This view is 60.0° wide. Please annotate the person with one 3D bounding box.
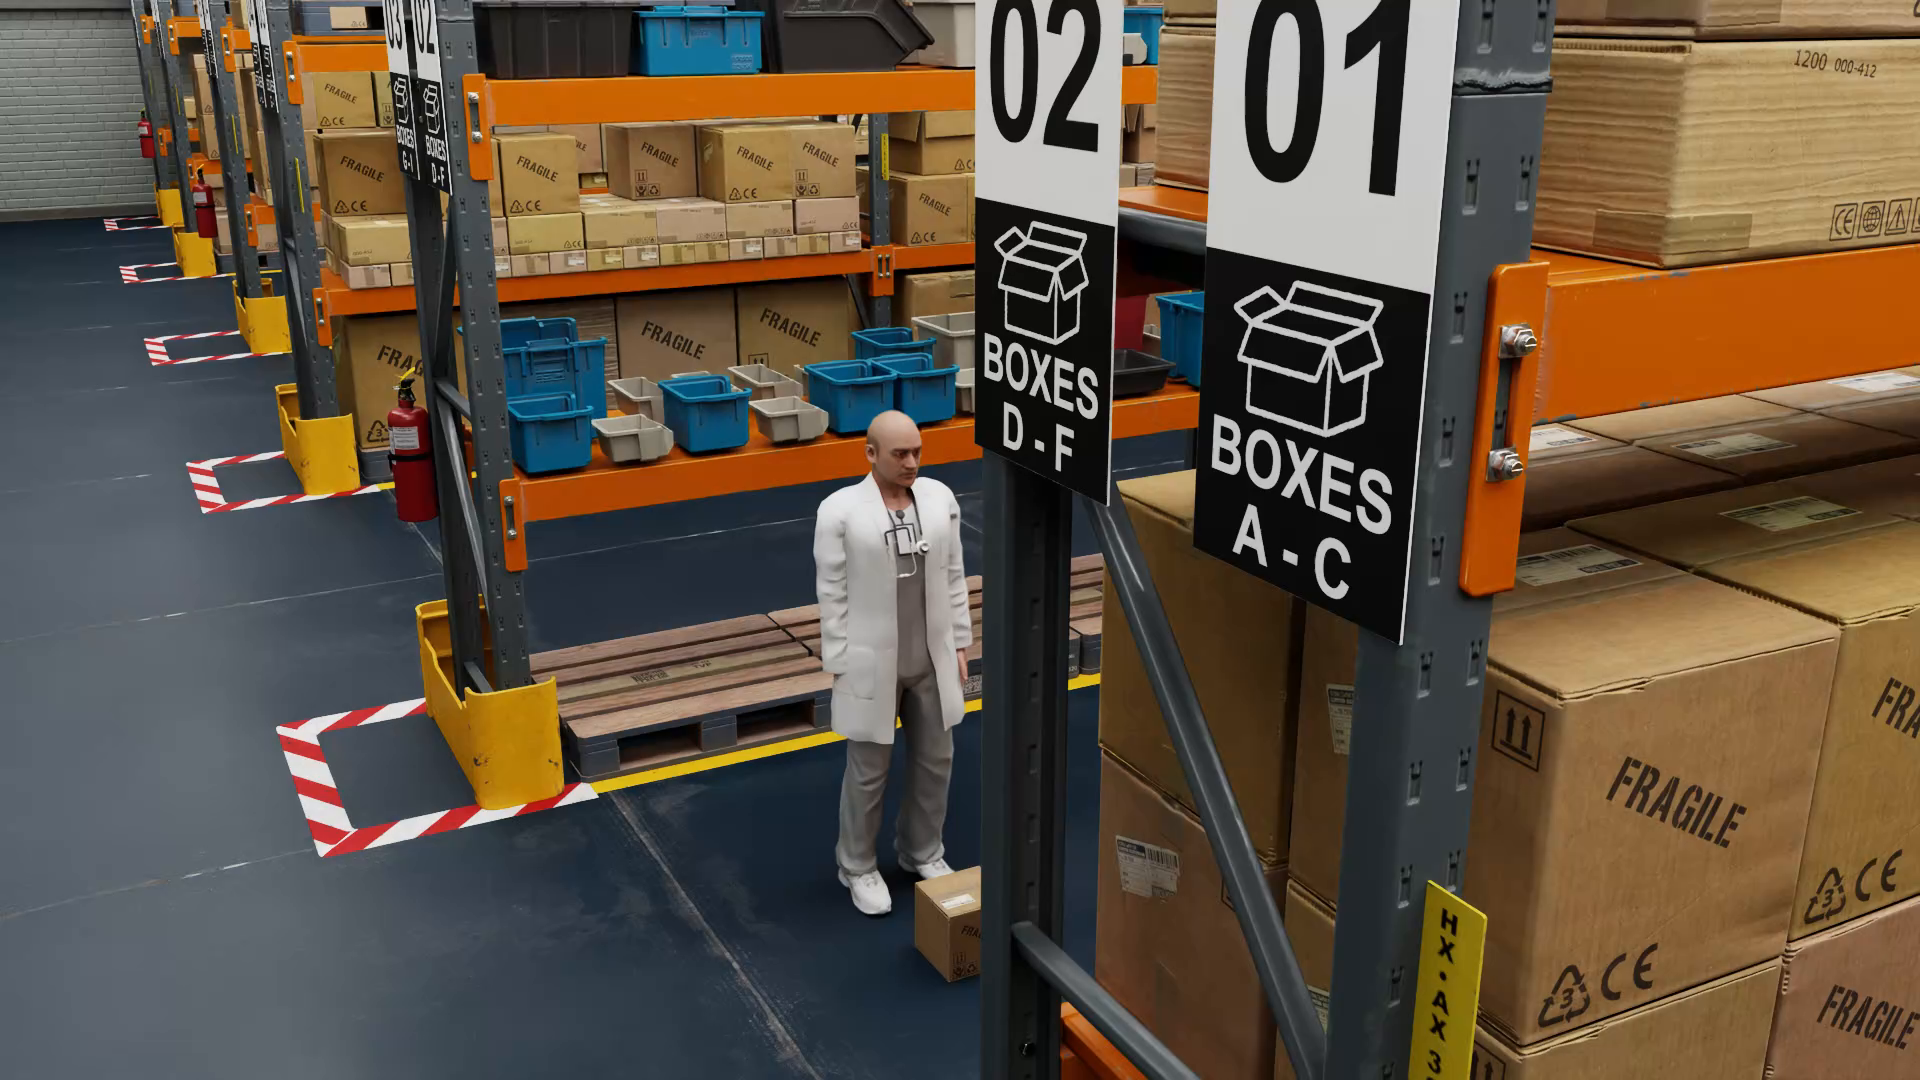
[{"bbox_3d":[-0.207,0.435,5.802,0.562,1.751,0.388,-9,20,-26],"label":"person"}]
